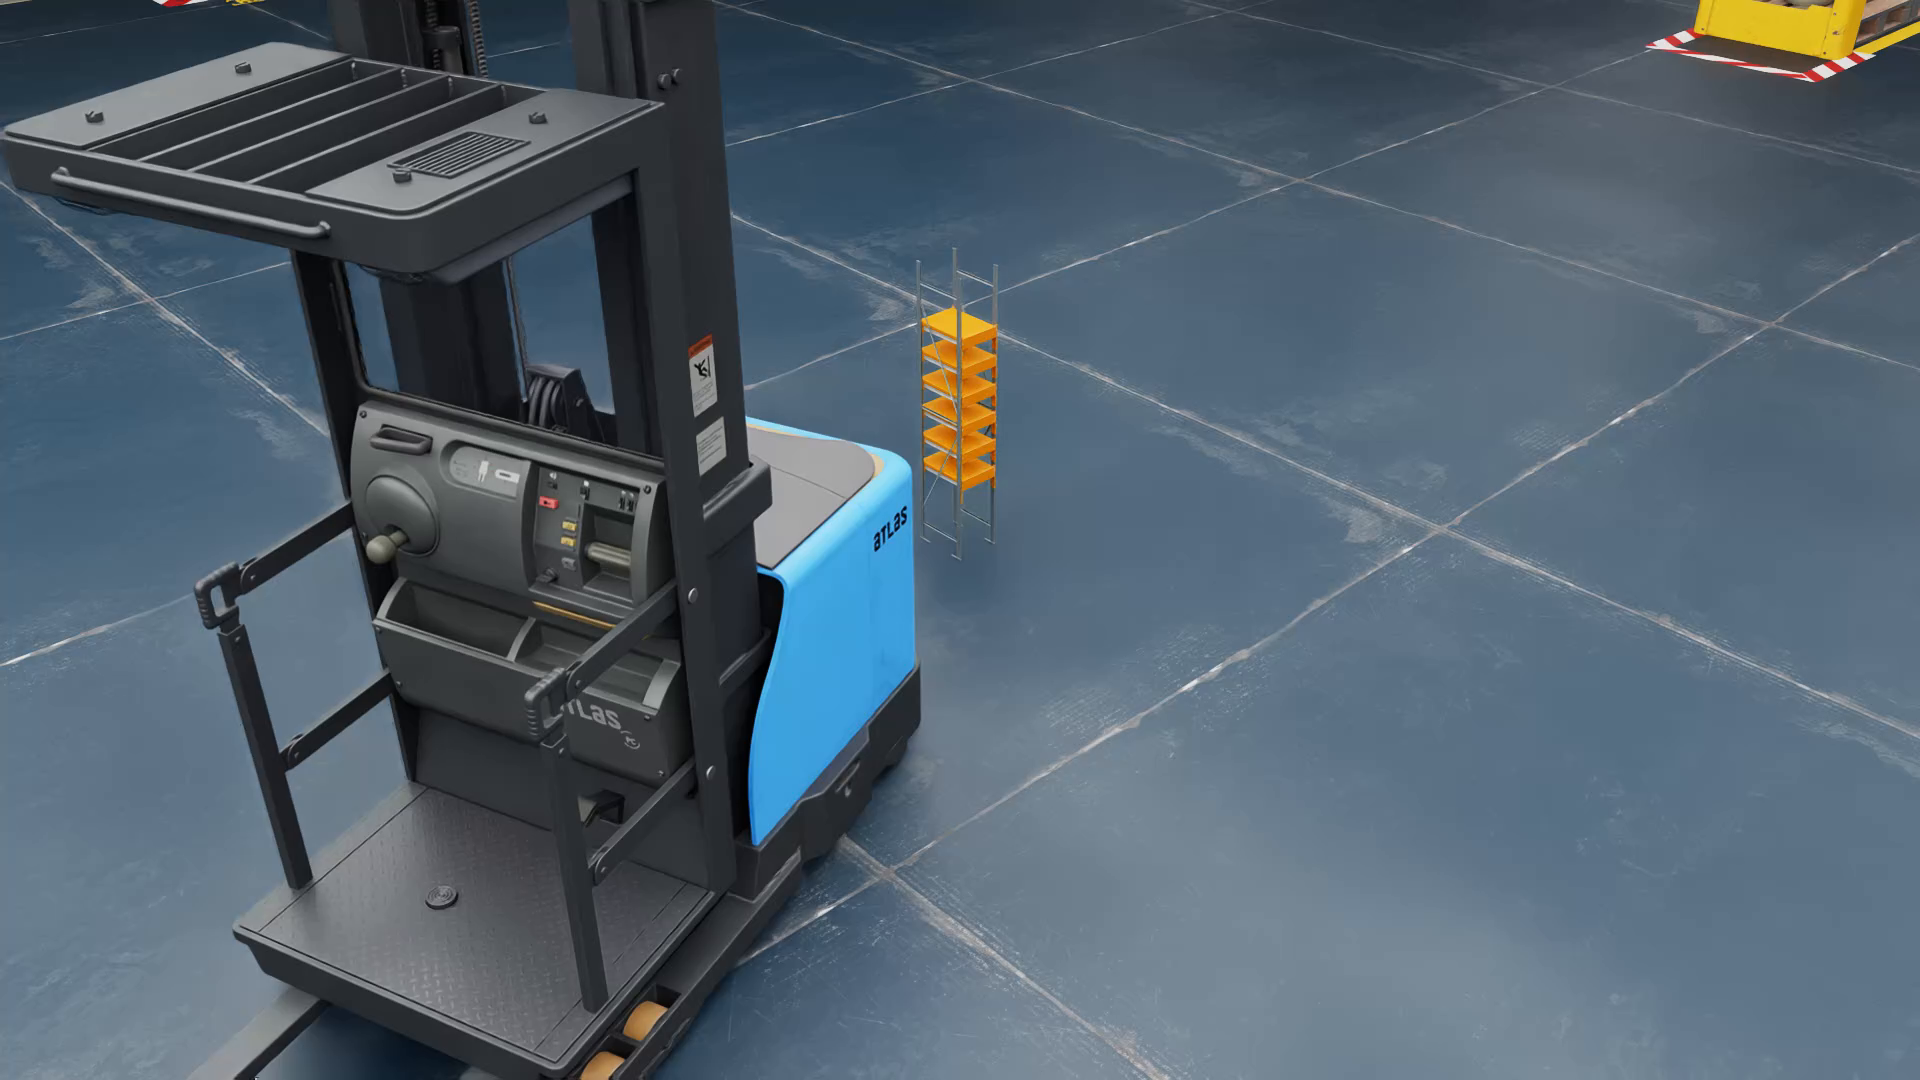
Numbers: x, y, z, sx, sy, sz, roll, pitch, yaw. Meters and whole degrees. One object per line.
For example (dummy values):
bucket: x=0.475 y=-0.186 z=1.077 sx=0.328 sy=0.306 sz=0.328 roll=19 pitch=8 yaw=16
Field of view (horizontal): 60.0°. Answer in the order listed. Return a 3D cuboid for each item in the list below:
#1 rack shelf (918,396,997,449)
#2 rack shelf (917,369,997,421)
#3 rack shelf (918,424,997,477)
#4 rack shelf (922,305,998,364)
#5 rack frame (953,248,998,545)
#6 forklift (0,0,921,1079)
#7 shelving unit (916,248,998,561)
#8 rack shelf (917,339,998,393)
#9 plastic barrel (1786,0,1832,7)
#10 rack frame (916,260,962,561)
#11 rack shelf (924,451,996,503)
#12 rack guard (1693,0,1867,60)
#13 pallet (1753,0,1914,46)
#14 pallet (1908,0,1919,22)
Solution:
rack shelf: x=-0.011 y=-0.469 z=6.452 sx=0.180 sy=0.103 sz=0.258 roll=-26 pitch=40 yaw=-35
rack shelf: x=-0.011 y=-0.571 z=6.389 sx=0.180 sy=0.103 sz=0.258 roll=-26 pitch=40 yaw=-35
rack shelf: x=-0.011 y=-0.366 z=6.514 sx=0.180 sy=0.103 sz=0.258 roll=-26 pitch=40 yaw=-35
rack shelf: x=-0.011 y=-0.776 z=6.264 sx=0.180 sy=0.103 sz=0.258 roll=-26 pitch=40 yaw=-35
rack frame: x=0.056 y=-0.539 z=6.482 sx=0.006 sy=1.200 sz=0.240 roll=-26 pitch=40 yaw=-35
forklift: x=-1.236 y=-0.019 z=3.972 sx=1.130 sy=2.935 sz=3.031 roll=14 pitch=34 yaw=22
shelving unit: x=-0.011 y=-0.507 z=6.429 sx=0.189 sy=1.200 sz=0.258 roll=-26 pitch=40 yaw=-35
rack shelf: x=-0.011 y=-0.674 z=6.327 sx=0.180 sy=0.103 sz=0.258 roll=-26 pitch=40 yaw=-35
plastic barrel: x=6.858 y=-4.576 z=13.341 sx=0.421 sy=0.512 sz=0.421 roll=0 pitch=31 yaw=0
rack frame: x=-0.078 y=-0.474 z=6.376 sx=0.006 sy=1.200 sz=0.240 roll=-26 pitch=40 yaw=-35
rack shelf: x=-0.011 y=-0.264 z=6.577 sx=0.180 sy=0.103 sz=0.258 roll=-26 pitch=40 yaw=-35
rack guard: x=6.451 y=-4.174 z=13.097 sx=0.348 sy=0.500 sz=1.175 roll=-26 pitch=40 yaw=-35
pallet: x=7.050 y=-4.337 z=13.641 sx=1.213 sy=0.211 sz=1.003 roll=-26 pitch=40 yaw=-35
pallet: x=7.944 y=-4.768 z=14.345 sx=1.213 sy=0.211 sz=1.003 roll=-26 pitch=40 yaw=-35
